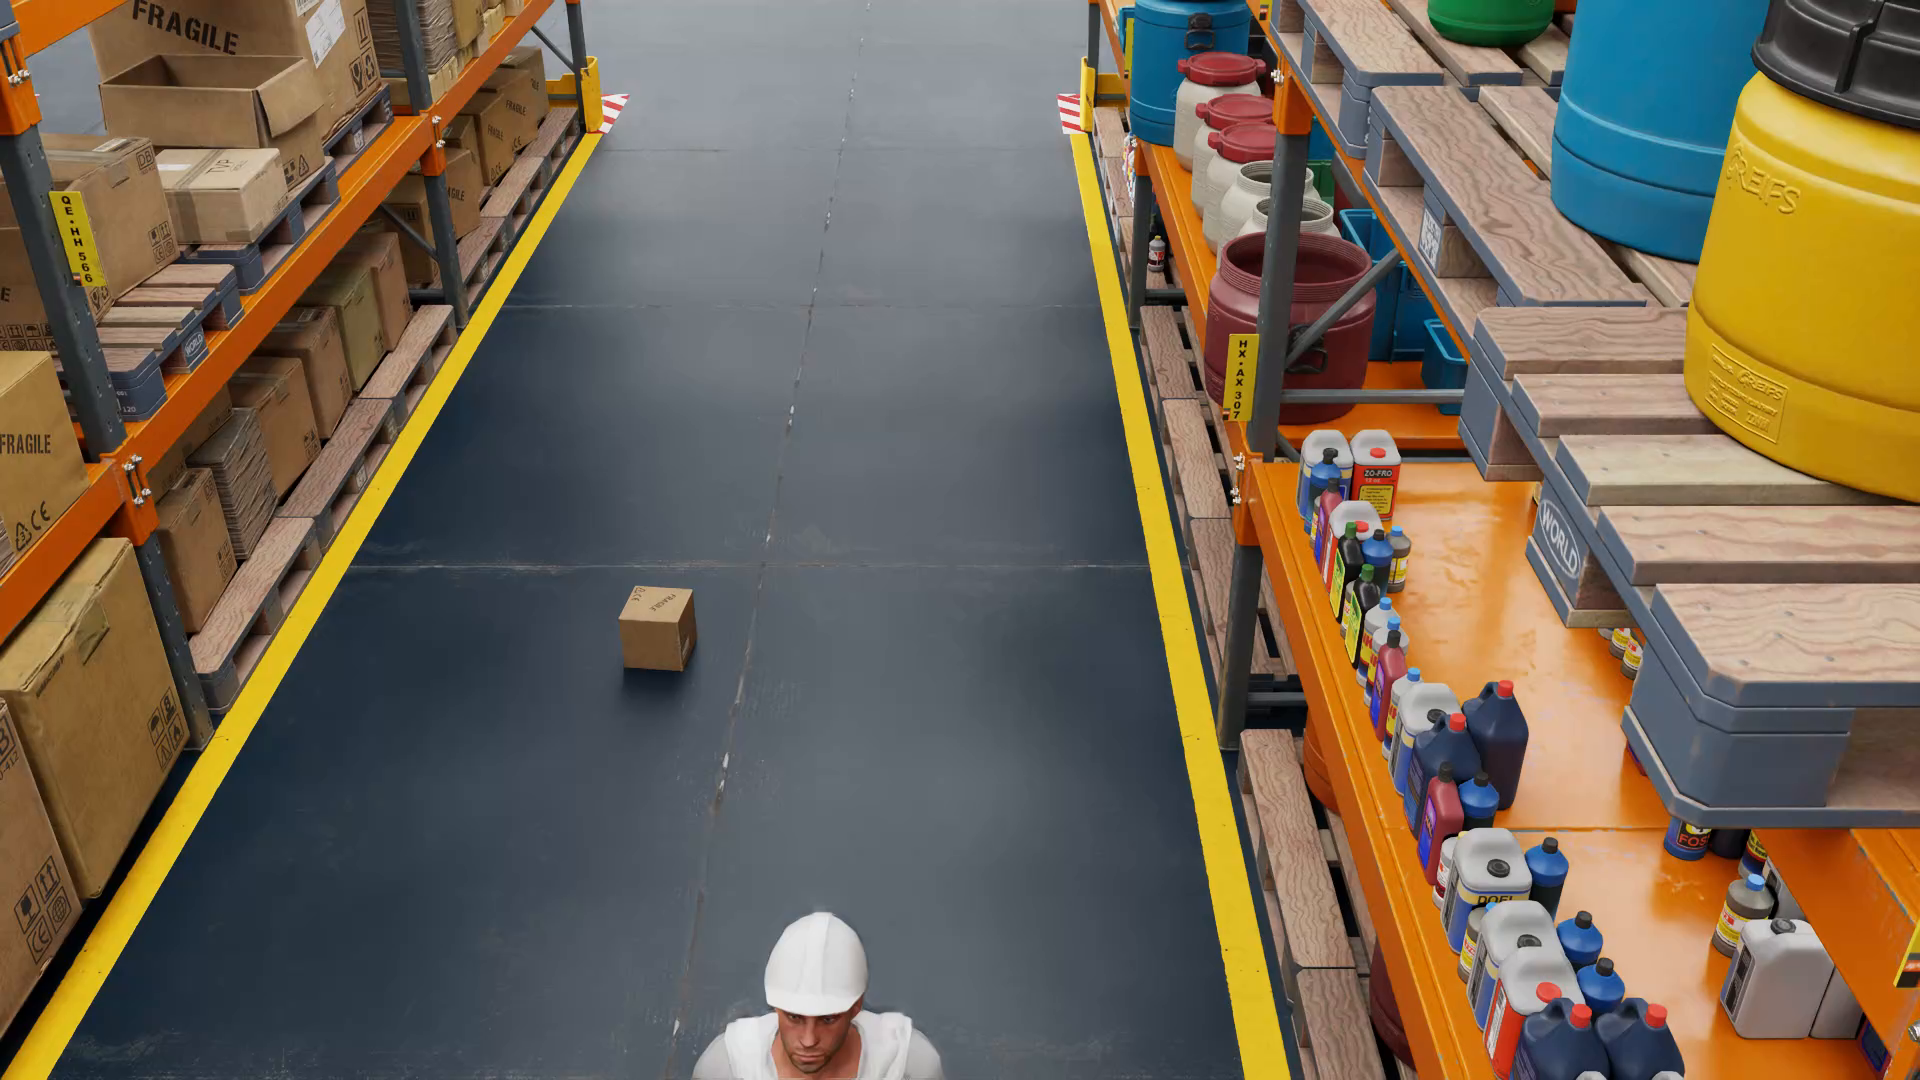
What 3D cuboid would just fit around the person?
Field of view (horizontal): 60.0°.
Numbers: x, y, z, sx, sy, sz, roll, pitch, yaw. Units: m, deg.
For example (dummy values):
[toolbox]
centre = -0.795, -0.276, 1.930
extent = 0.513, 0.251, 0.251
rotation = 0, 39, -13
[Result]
[person]
centre = -0.290, 1.502, 3.600
extent = 0.529, 1.779, 0.544
rotation = -3, 31, -4
